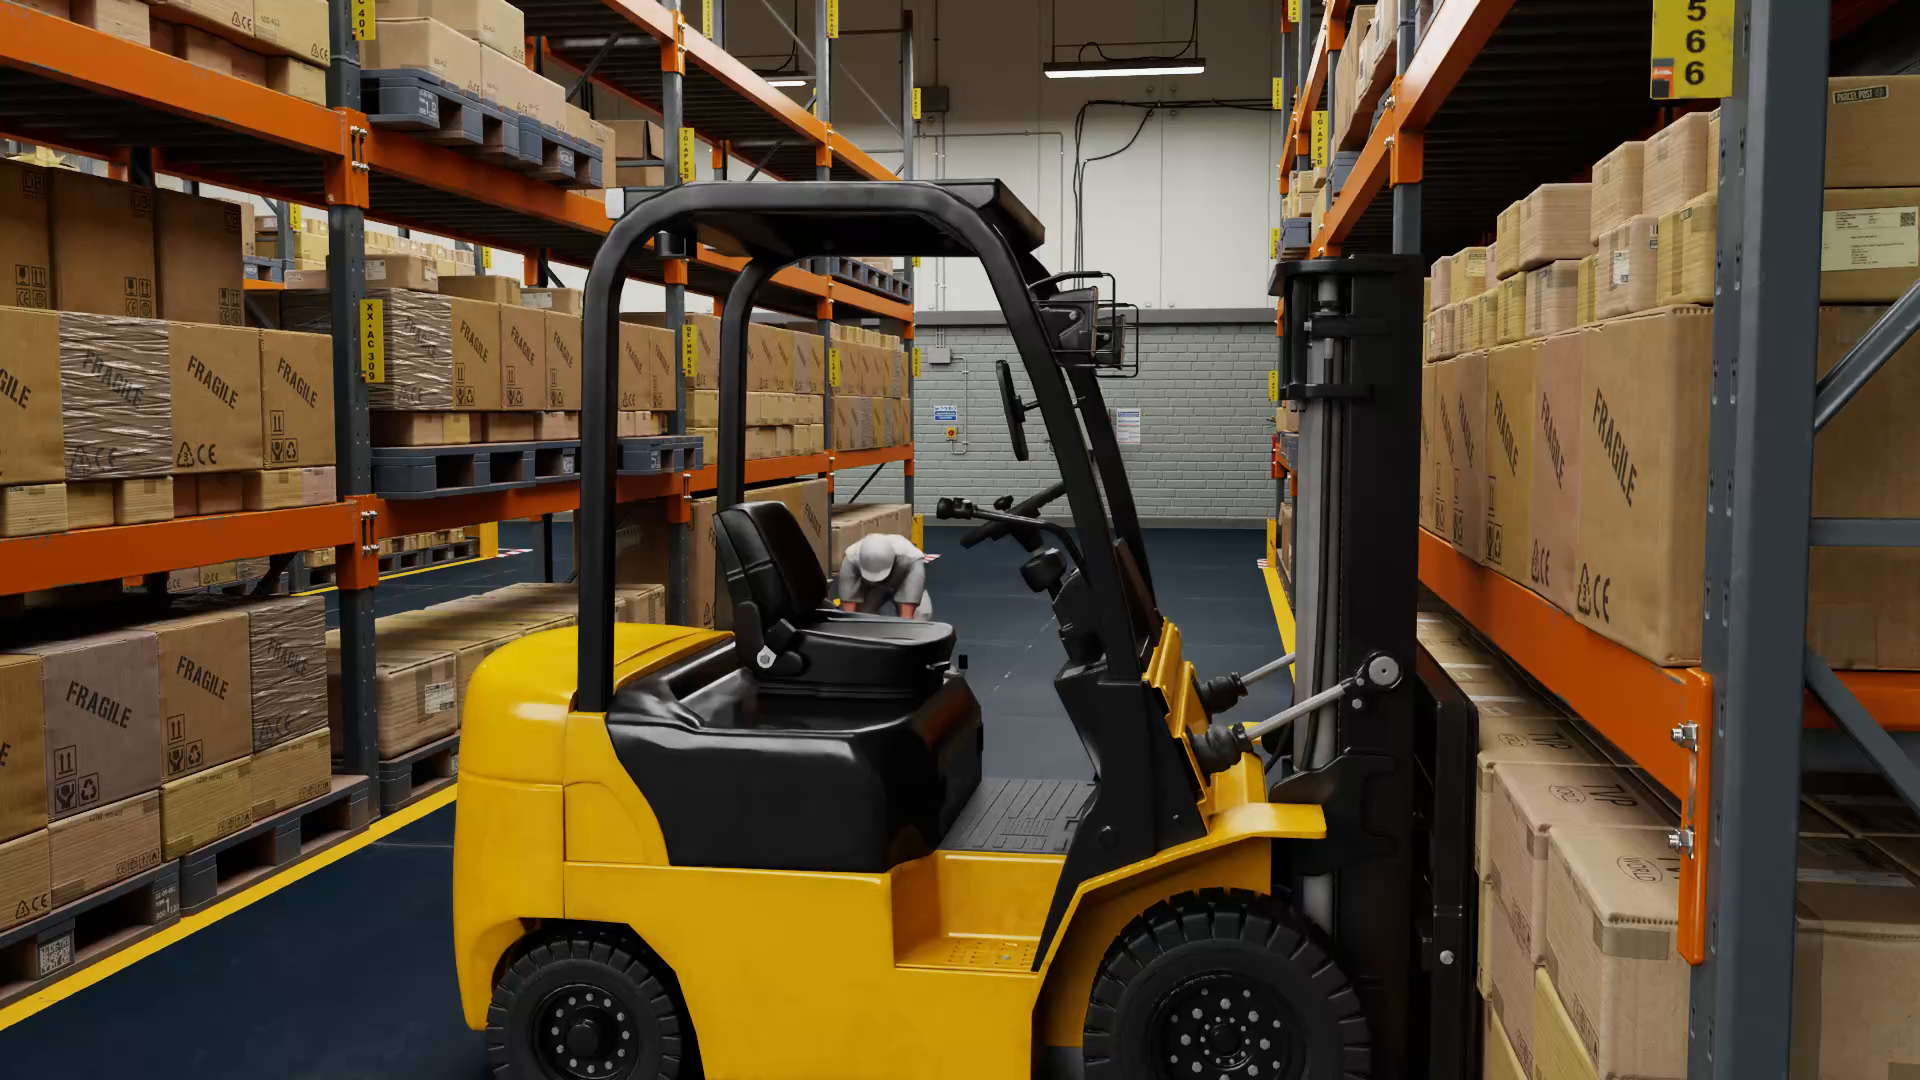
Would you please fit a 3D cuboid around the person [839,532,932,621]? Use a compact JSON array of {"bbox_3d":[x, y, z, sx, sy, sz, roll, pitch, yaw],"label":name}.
[{"bbox_3d":[-0.431,0.428,9.582,0.530,0.988,0.950,0,4,6],"label":"person"}]
